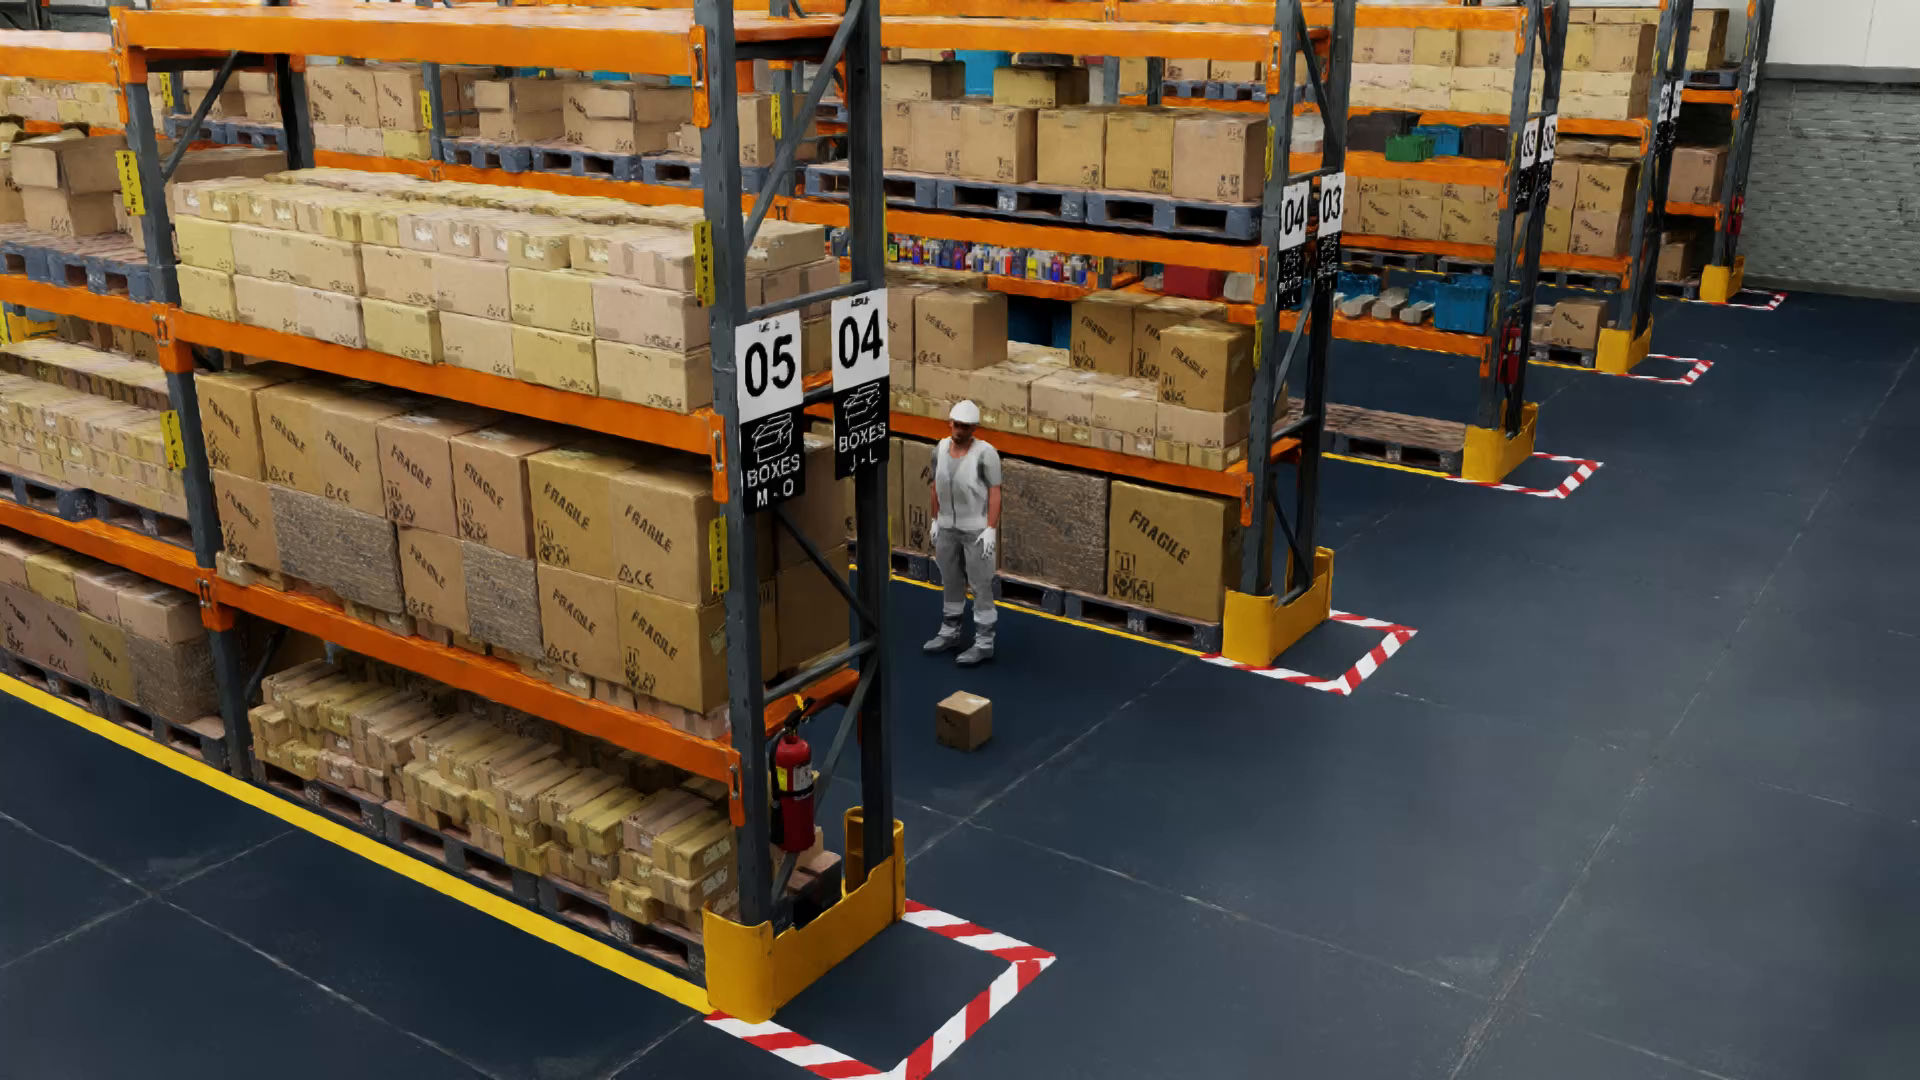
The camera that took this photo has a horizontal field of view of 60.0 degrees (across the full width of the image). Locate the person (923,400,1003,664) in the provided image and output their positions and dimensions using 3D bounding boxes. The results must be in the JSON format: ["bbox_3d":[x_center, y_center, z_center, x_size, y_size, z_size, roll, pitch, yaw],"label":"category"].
[{"bbox_3d":[0.024,-0.062,11.135,0.577,1.795,0.385,12,23,31],"label":"person"}]
